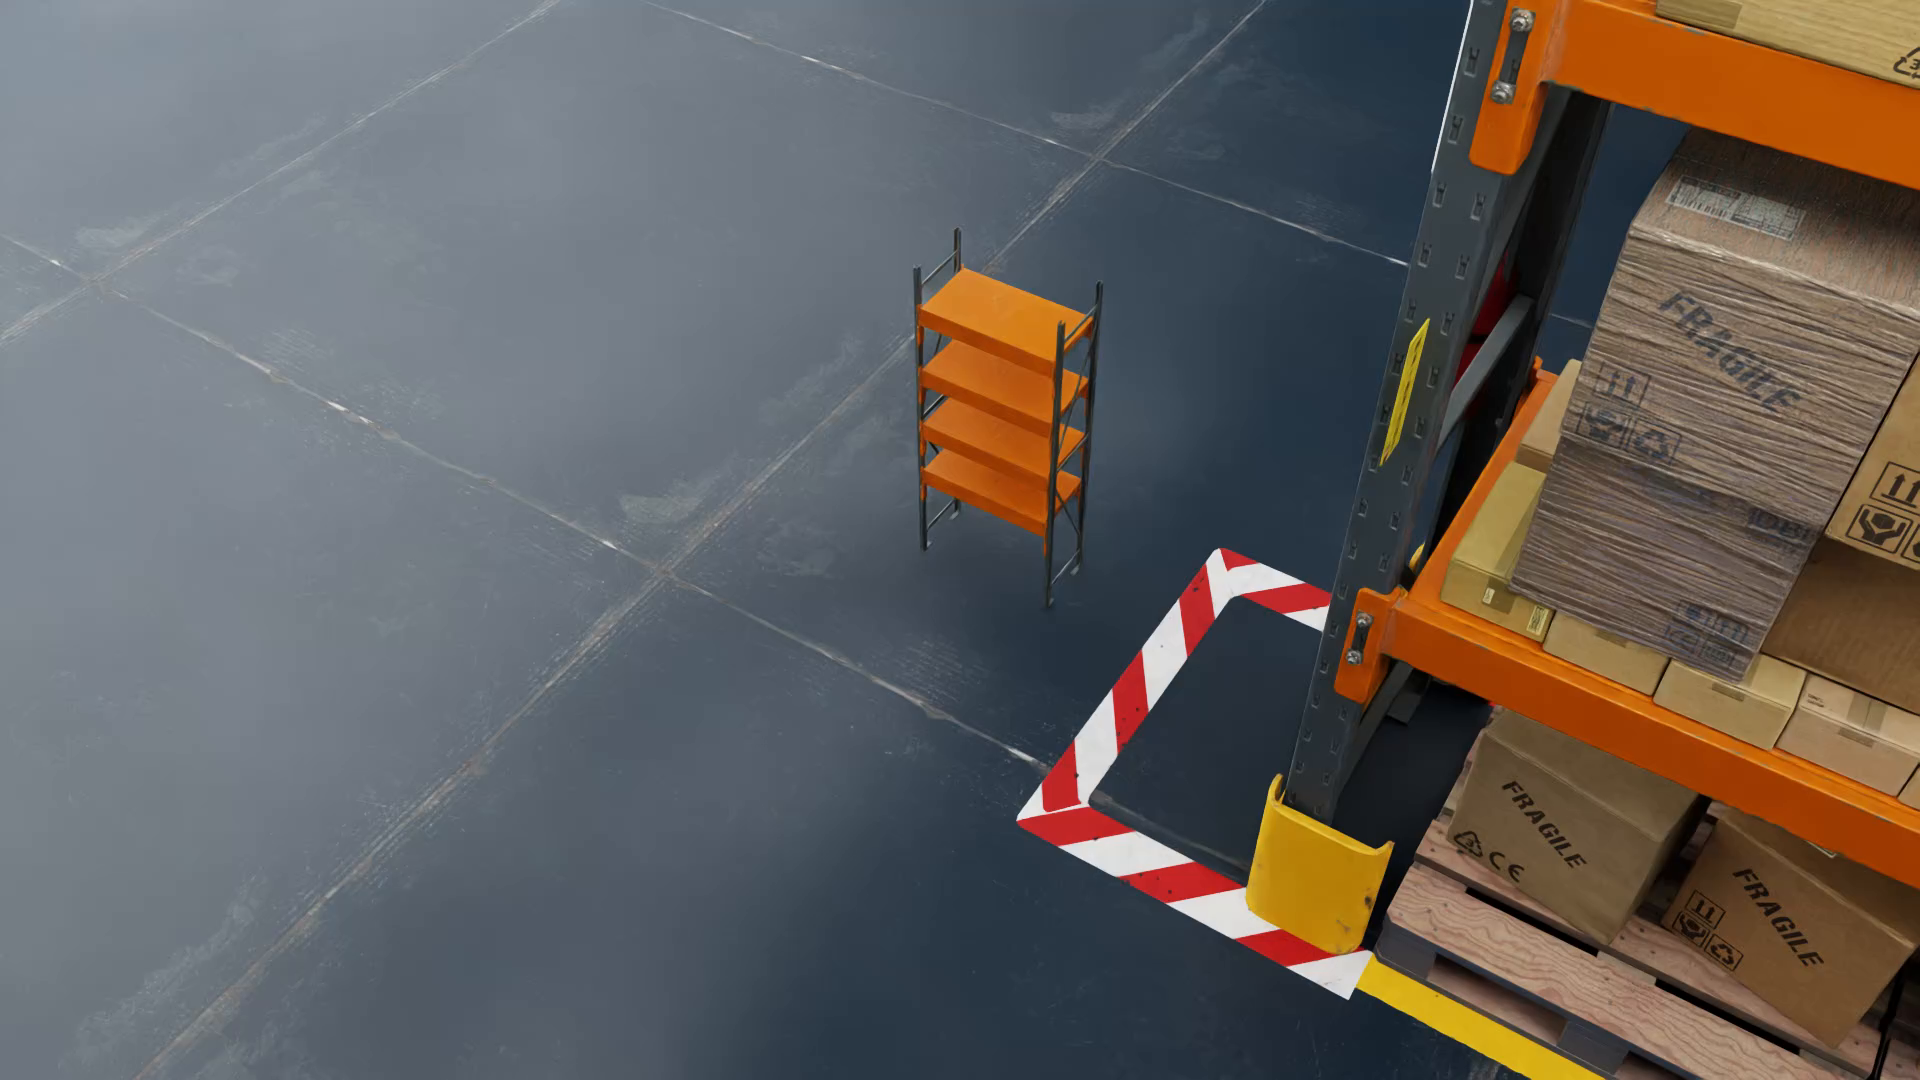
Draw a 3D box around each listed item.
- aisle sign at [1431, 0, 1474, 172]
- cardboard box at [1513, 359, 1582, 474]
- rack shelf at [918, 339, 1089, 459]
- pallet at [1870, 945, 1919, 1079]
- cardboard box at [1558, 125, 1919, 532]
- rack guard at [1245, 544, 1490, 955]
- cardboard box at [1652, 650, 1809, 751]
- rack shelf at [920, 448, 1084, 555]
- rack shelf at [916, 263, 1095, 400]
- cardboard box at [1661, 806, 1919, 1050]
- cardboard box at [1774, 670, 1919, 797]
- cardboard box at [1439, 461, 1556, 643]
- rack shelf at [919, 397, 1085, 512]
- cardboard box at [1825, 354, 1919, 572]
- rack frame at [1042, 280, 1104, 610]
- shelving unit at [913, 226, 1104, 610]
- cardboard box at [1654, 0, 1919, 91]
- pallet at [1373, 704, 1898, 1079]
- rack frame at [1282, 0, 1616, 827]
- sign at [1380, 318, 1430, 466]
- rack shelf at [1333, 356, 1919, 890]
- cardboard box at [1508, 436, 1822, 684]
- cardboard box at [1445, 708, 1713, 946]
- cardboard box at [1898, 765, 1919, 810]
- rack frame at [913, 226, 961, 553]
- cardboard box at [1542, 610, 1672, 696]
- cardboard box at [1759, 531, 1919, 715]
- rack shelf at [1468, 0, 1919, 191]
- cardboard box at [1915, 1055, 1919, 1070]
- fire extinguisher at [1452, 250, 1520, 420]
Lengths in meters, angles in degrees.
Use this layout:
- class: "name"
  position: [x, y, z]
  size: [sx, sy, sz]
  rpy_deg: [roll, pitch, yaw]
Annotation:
- class: "aisle sign"
  position: [0.972, -1.069, 2.885]
  size: [0.004, 0.787, 0.394]
  rpy_deg: [25, 51, 22]
- class: "cardboard box"
  position: [1.538, -0.247, 4.074]
  size: [0.250, 0.149, 0.380]
  rpy_deg: [25, 51, 22]
- class: "rack shelf"
  position: [0.139, -0.463, 5.145]
  size: [0.480, 0.148, 0.258]
  rpy_deg: [25, 51, 22]
- class: "pallet"
  position: [2.938, 1.490, 4.155]
  size: [1.213, 0.211, 1.003]
  rpy_deg: [25, 51, 22]
- class: "cardboard box"
  position: [1.502, -0.430, 3.102]
  size: [0.500, 0.500, 0.500]
  rpy_deg: [25, 51, 22]
- class: "rack guard"
  position: [1.250, 0.580, 4.838]
  size: [0.348, 0.500, 1.175]
  rpy_deg: [25, 51, 22]
- class: "cardboard box"
  position: [1.700, 0.236, 3.604]
  size: [0.250, 0.149, 0.380]
  rpy_deg: [25, 51, 22]
- class: "rack shelf"
  position: [0.139, -0.169, 5.448]
  size: [0.480, 0.148, 0.258]
  rpy_deg: [25, 51, 22]
- class: "rack shelf"
  position: [0.139, -0.628, 4.976]
  size: [0.480, 0.148, 0.258]
  rpy_deg: [25, 51, 22]
- class: "cardboard box"
  position: [2.225, 0.867, 4.266]
  size: [0.500, 0.500, 0.500]
  rpy_deg: [-33, 54, -28]
- class: "cardboard box"
  position: [1.922, 0.320, 3.523]
  size: [0.250, 0.149, 0.380]
  rpy_deg: [25, 51, 22]
- class: "cardboard box"
  position: [1.298, 0.022, 3.813]
  size: [0.250, 0.149, 0.380]
  rpy_deg: [25, 51, 22]
- class: "rack shelf"
  position: [0.139, -0.307, 5.306]
  size: [0.480, 0.148, 0.258]
  rpy_deg: [25, 51, 22]
- class: "cardboard box"
  position: [1.919, -0.232, 2.909]
  size: [0.500, 0.500, 0.500]
  rpy_deg: [25, 51, 22]
- class: "rack frame"
  position: [0.345, -0.260, 5.166]
  size: [0.015, 1.200, 0.240]
  rpy_deg: [25, 51, 22]
- class: "shelving unit"
  position: [0.139, -0.354, 5.257]
  size: [0.503, 1.200, 0.258]
  rpy_deg: [25, 51, 22]
- class: "cardboard box"
  position: [1.452, -0.971, 2.615]
  size: [0.500, 0.250, 0.500]
  rpy_deg: [26, 51, 23]
- class: "pallet"
  position: [1.915, 1.017, 4.615]
  size: [1.213, 0.211, 1.003]
  rpy_deg: [25, 51, 22]
- class: "rack frame"
  position: [1.186, -0.320, 3.970]
  size: [0.127, 3.000, 1.000]
  rpy_deg: [25, 51, 22]
- class: "sign"
  position: [0.894, -0.294, 3.341]
  size: [0.005, 0.325, 0.100]
  rpy_deg: [25, 51, 22]
- class: "rack shelf"
  position: [2.870, 0.705, 3.475]
  size: [4.000, 0.370, 1.077]
  rpy_deg: [25, 51, 22]
- class: "cardboard box"
  position: [1.635, -0.229, 3.604]
  size: [0.500, 0.500, 0.875]
  rpy_deg: [25, 51, 22]
- class: "cardboard box"
  position: [1.703, 0.656, 4.471]
  size: [0.500, 0.500, 0.500]
  rpy_deg: [34, 55, 29]
- class: "cardboard box"
  position: [2.128, 0.421, 3.424]
  size: [0.250, 0.149, 0.380]
  rpy_deg: [25, 51, 22]
- class: "rack frame"
  position: [-0.066, -0.449, 5.349]
  size: [0.015, 1.200, 0.240]
  rpy_deg: [25, 51, 22]
- class: "cardboard box"
  position: [1.498, 0.130, 3.707]
  size: [0.250, 0.149, 0.380]
  rpy_deg: [25, 51, 22]
- class: "cardboard box"
  position: [2.120, -0.108, 3.486]
  size: [0.500, 0.500, 0.875]
  rpy_deg: [25, 51, 22]
- class: "rack shelf"
  position: [2.870, -0.341, 2.399]
  size: [4.000, 0.370, 1.077]
  rpy_deg: [25, 51, 22]
- class: "cardboard box"
  position: [2.741, 1.121, 4.019]
  size: [0.500, 0.500, 0.500]
  rpy_deg: [29, 53, 25]
- class: "fire extinguisher"
  position: [1.339, -0.616, 4.311]
  size: [0.183, 0.674, 0.296]
  rpy_deg: [25, 51, 22]
